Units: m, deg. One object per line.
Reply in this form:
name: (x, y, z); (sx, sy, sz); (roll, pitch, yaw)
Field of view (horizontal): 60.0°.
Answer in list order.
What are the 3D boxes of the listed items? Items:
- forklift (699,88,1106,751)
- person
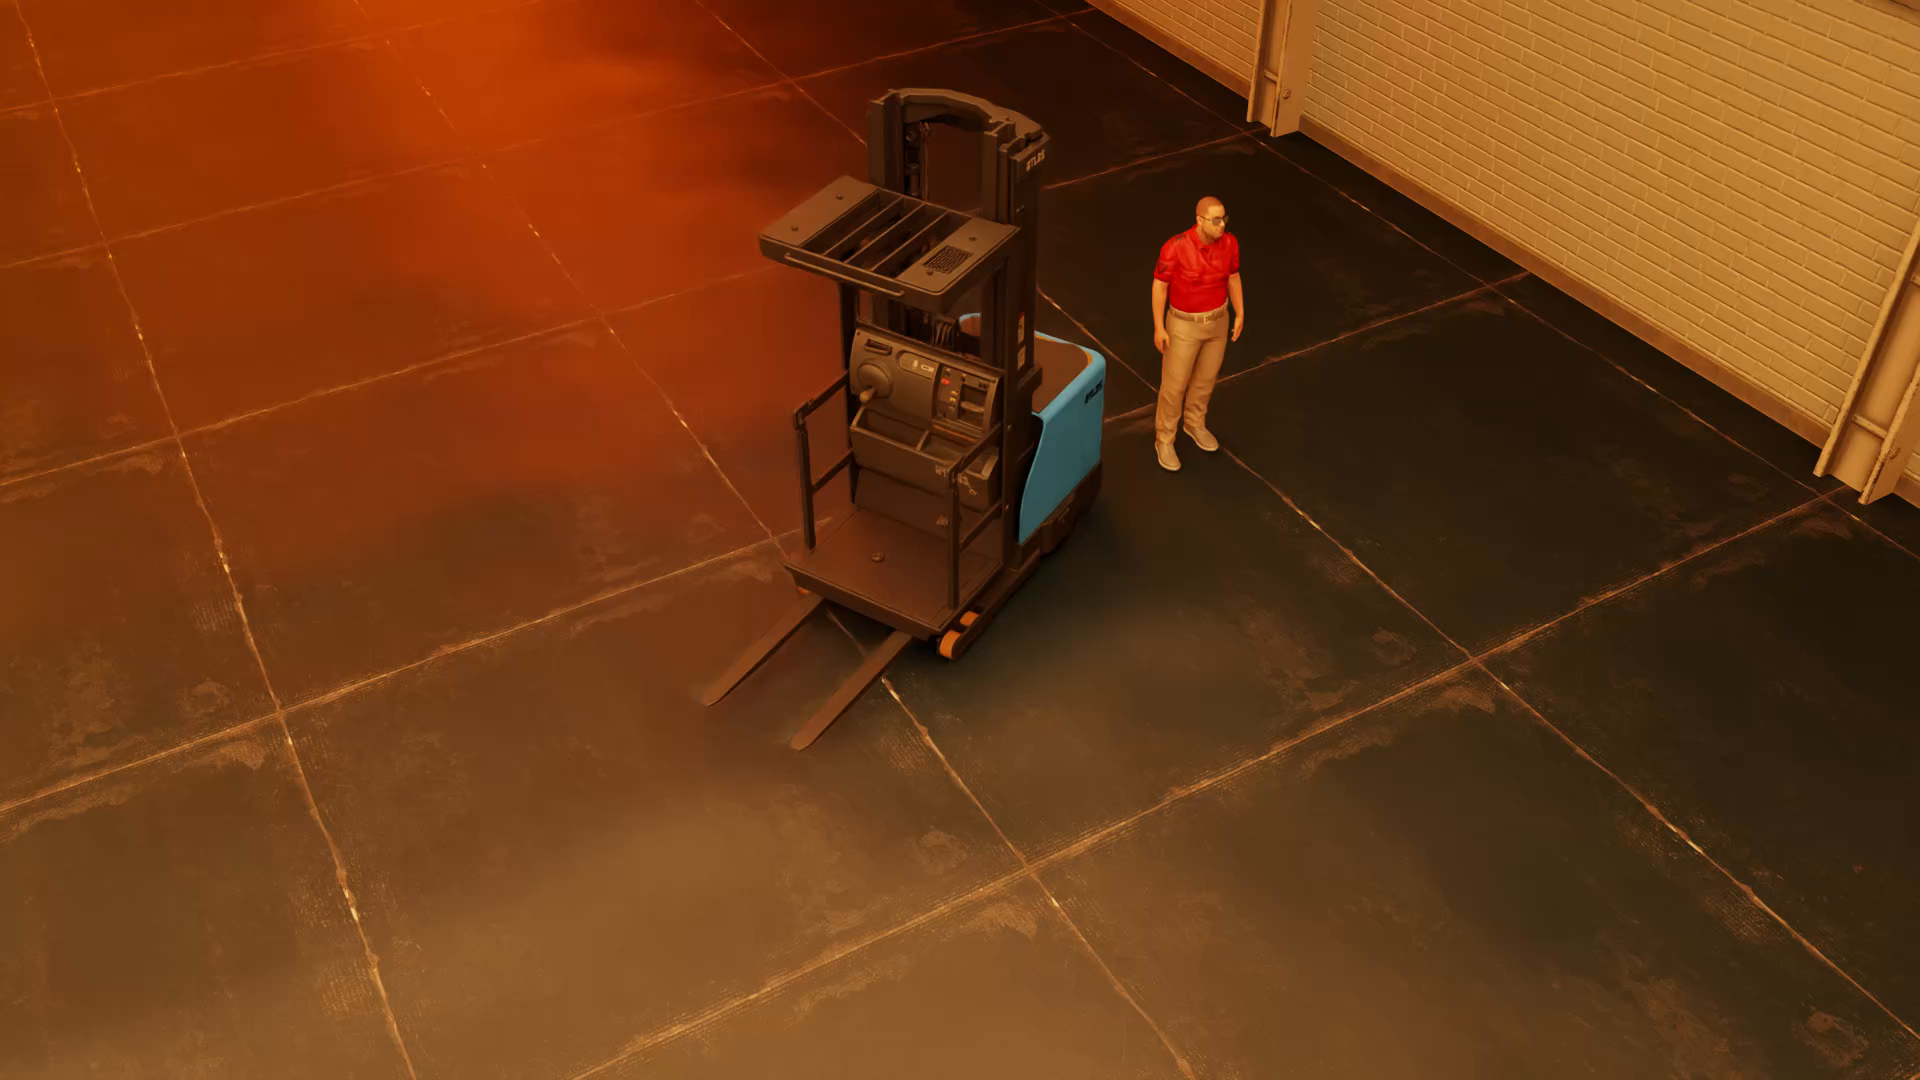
forklift: (-0.315, -0.789, 8.987); (1.130, 2.935, 3.031); (22, 44, 24)
person: (1.547, -1.324, 10.567); (0.640, 1.730, 0.528); (-15, 42, -17)
